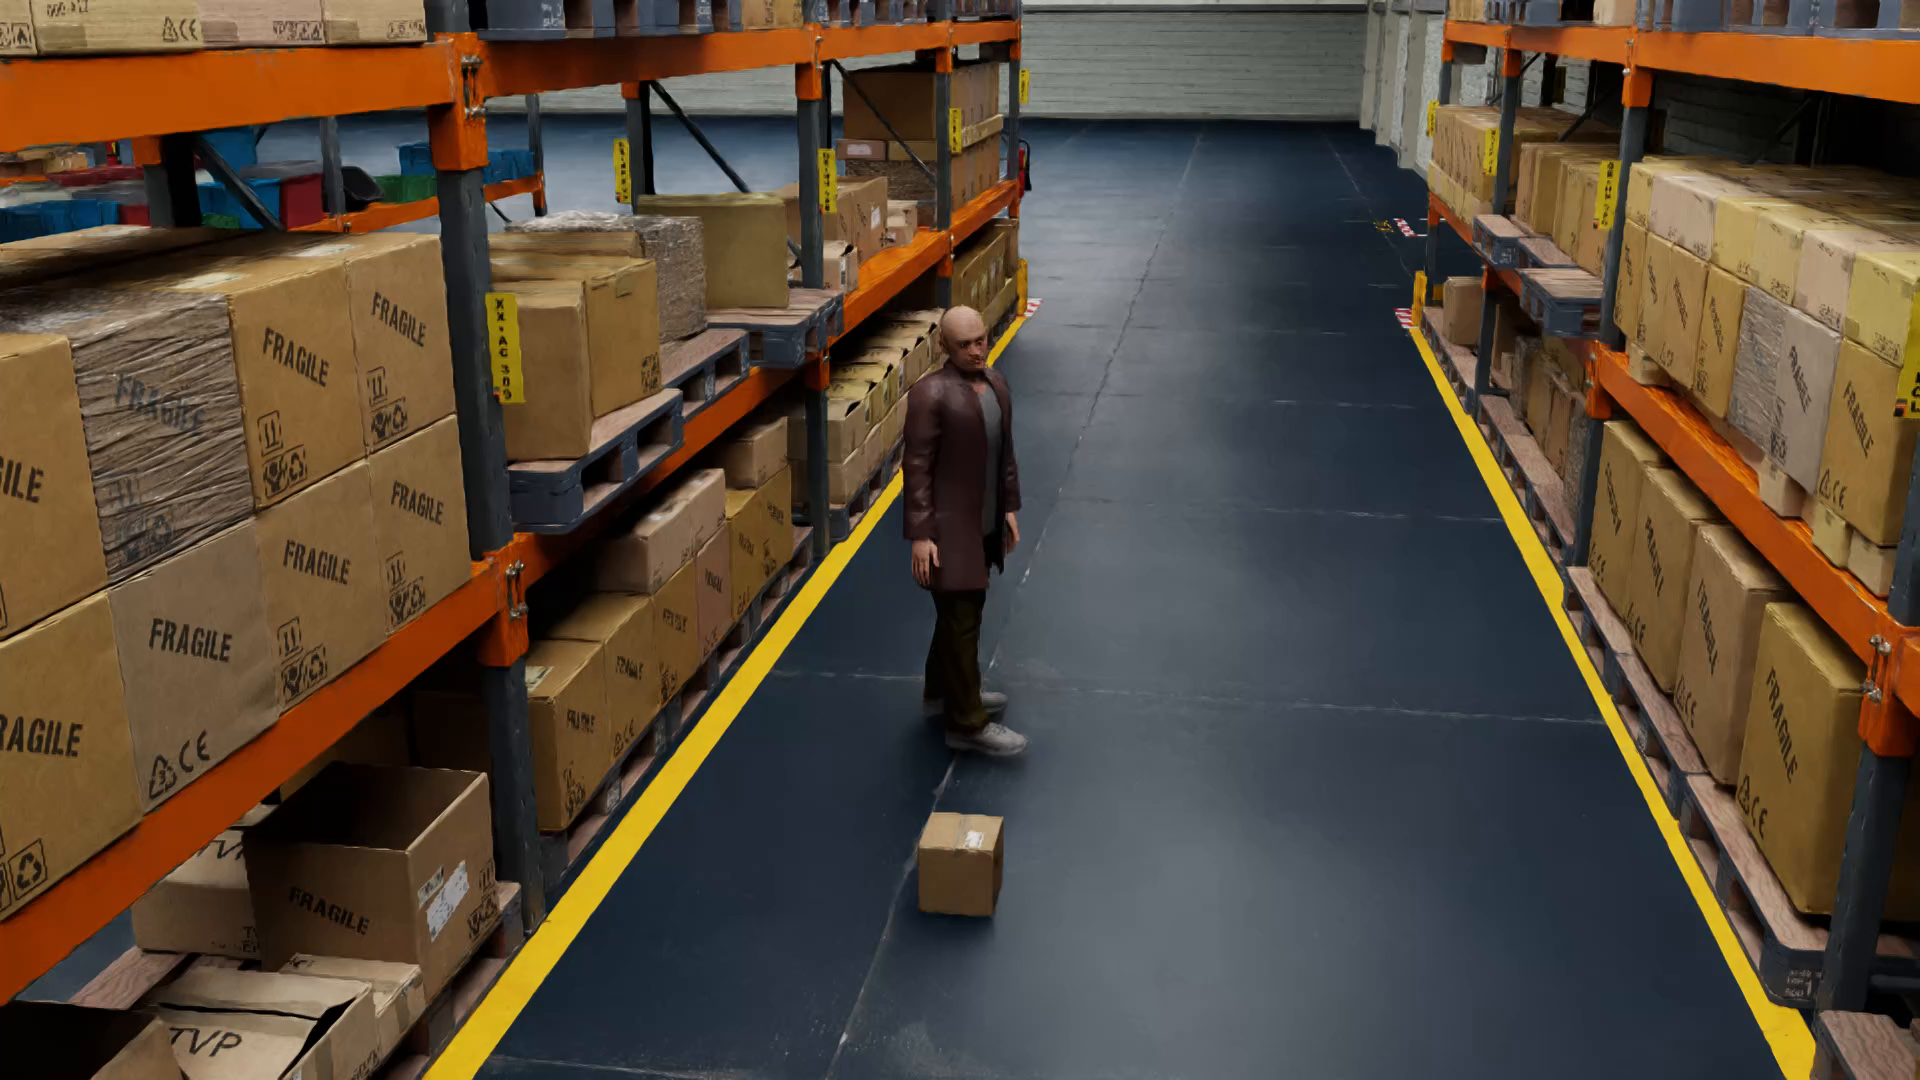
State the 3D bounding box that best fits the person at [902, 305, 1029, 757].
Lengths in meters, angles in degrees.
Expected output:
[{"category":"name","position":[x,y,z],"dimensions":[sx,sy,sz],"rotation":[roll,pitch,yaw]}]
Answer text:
[{"category":"person","position":[0.056,-0.041,6.613],"dimensions":[0.636,1.777,0.683],"rotation":[11,21,31]}]
